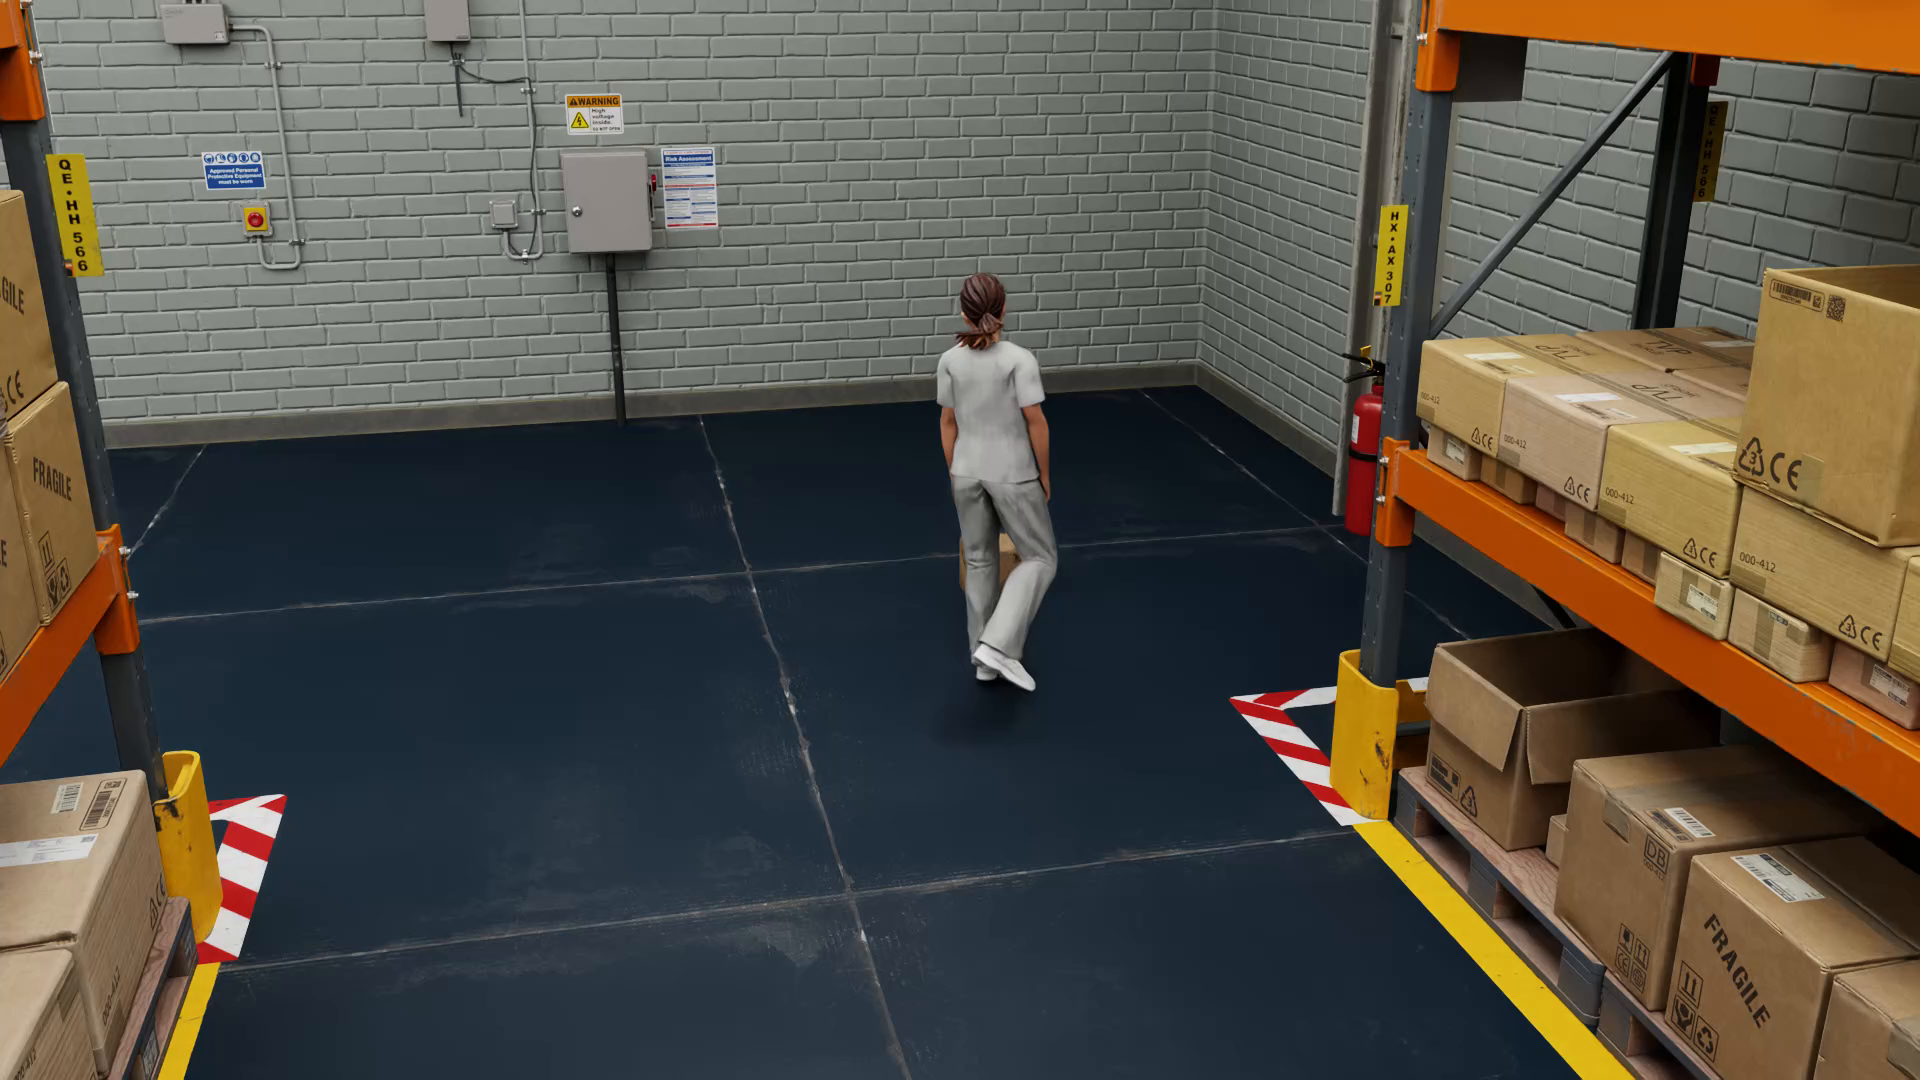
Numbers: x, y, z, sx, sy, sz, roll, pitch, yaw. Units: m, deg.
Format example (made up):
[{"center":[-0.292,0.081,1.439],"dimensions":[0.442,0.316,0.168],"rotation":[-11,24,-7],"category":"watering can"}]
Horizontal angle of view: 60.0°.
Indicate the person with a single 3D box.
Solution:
[{"center":[0.118,-0.206,6.599],"dimensions":[0.502,1.666,0.548],"rotation":[9,22,24],"category":"person"}]
